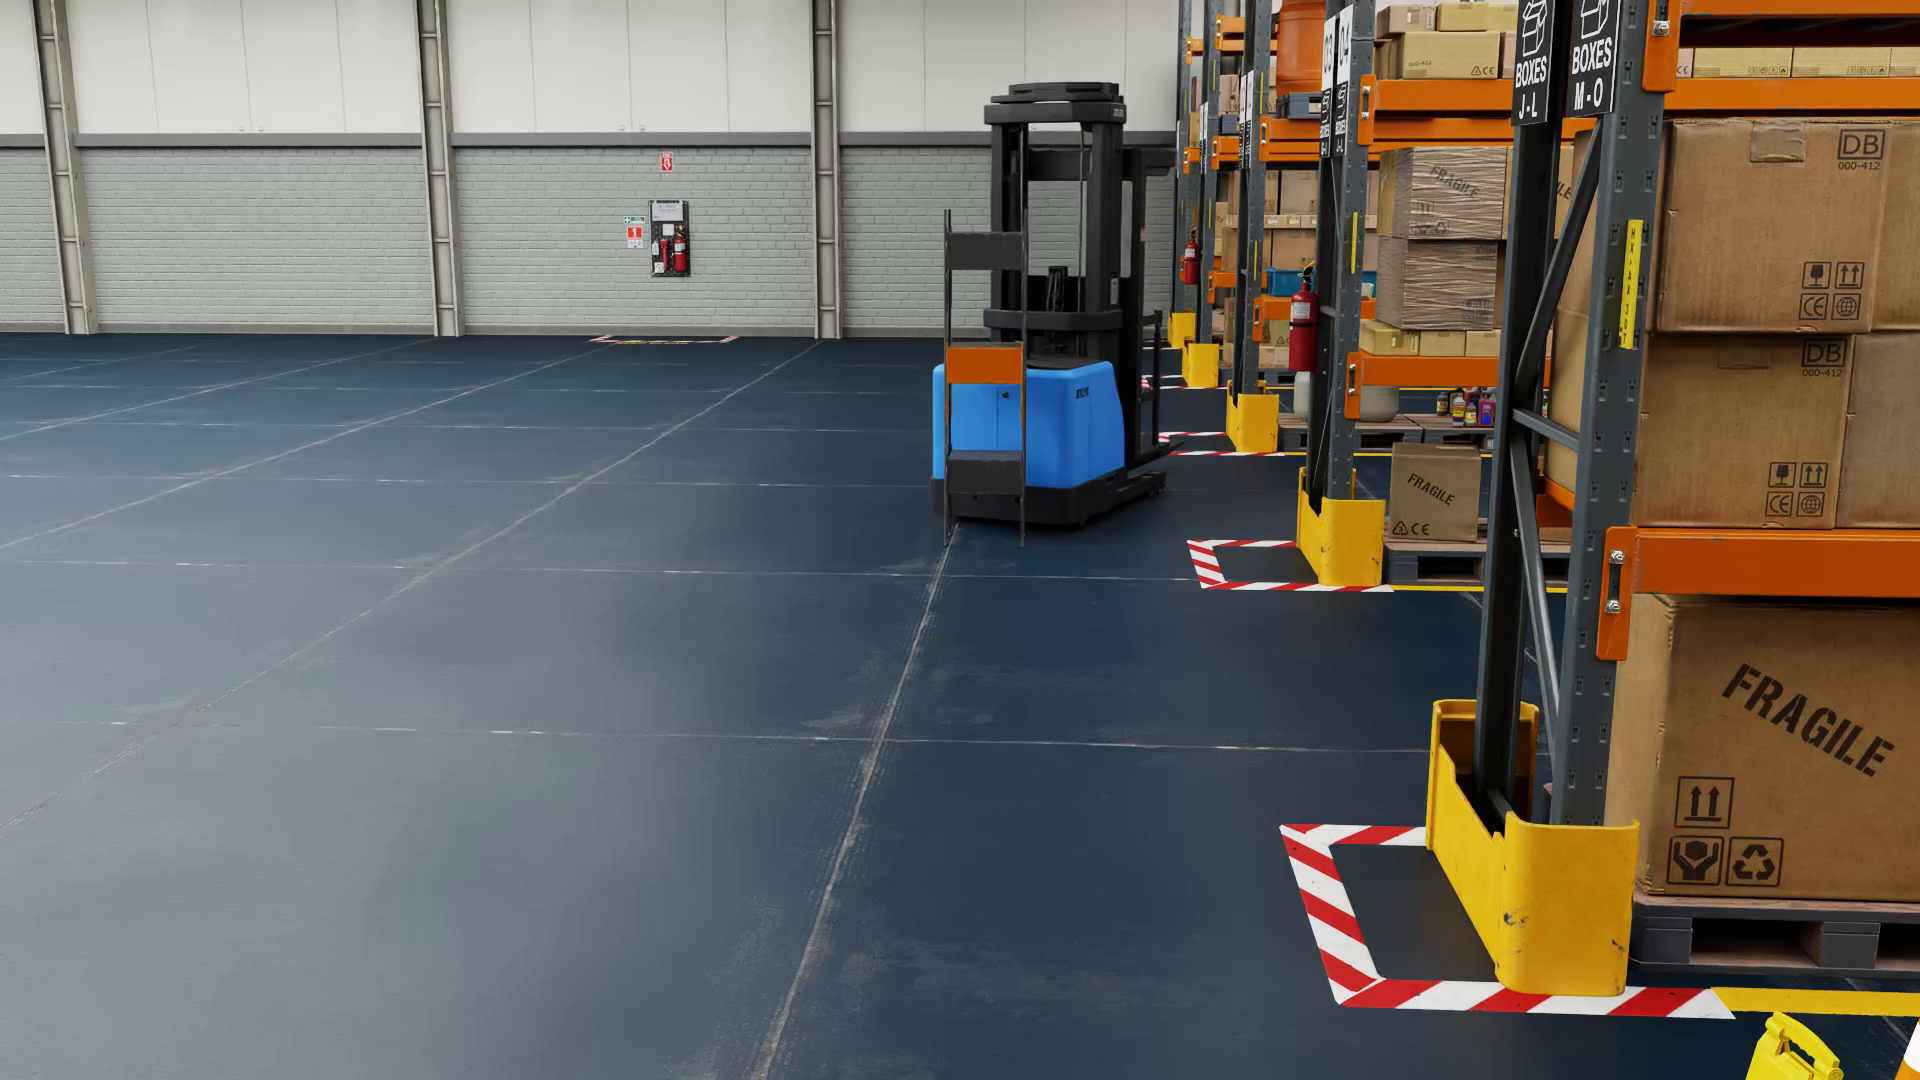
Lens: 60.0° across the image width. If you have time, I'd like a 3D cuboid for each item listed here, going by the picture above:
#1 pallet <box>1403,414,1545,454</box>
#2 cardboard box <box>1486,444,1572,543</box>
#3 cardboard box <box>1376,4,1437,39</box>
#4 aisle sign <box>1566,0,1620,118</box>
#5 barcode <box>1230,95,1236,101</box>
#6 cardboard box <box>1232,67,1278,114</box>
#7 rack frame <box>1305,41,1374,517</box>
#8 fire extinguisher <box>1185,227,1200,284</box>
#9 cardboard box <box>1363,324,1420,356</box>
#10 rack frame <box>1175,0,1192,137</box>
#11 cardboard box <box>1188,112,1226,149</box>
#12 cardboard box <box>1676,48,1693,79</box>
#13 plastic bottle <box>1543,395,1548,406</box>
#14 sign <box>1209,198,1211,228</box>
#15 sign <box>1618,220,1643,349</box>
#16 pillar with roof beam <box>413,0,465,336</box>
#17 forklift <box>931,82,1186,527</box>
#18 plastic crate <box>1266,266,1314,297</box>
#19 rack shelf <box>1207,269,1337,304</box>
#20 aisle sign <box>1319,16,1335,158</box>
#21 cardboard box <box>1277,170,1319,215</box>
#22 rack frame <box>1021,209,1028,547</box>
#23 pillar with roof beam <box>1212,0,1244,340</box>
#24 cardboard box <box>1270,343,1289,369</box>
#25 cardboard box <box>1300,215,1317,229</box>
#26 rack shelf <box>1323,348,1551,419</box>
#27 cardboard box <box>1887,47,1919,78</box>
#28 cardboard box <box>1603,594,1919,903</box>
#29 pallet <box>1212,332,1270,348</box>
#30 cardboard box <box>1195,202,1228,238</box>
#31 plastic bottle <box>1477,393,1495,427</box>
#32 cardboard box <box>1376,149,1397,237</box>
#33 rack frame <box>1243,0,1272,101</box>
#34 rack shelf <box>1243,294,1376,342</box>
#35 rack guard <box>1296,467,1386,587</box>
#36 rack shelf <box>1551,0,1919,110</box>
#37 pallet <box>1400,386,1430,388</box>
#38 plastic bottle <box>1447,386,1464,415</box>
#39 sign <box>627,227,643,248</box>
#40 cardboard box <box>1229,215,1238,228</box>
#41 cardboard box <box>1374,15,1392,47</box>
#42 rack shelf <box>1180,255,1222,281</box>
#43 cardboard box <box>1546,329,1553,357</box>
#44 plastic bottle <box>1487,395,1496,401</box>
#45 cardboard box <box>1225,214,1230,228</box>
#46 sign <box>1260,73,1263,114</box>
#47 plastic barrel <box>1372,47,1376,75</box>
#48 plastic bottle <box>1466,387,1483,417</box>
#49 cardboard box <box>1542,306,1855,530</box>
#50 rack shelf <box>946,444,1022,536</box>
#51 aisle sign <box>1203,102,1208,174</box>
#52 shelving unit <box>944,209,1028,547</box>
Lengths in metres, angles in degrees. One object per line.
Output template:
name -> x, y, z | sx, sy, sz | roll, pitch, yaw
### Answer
pallet -> 4.637, -0.948, 14.783 | 1.213, 0.211, 1.003 | 1, 12, 4
cardboard box -> 3.423, -0.291, 9.911 | 0.500, 0.500, 0.500 | 4, 12, 19
cardboard box -> 2.462, -2.861, 9.184 | 0.250, 0.149, 0.380 | 1, 12, 3
aisle sign -> 1.679, -1.522, 4.369 | 0.004, 0.787, 0.394 | 1, 12, 4
barcode -> 3.201, -5.192, 19.520 | 0.075, 0.075, 0.001 | 1, 12, 4
cardboard box -> 3.441, -5.130, 19.018 | 0.637, 0.503, 0.797 | 2, 12, 8
rack frame -> 2.202, -1.322, 9.760 | 0.127, 3.000, 1.000 | 1, 12, 4
fire extinguisher -> 2.781, -3.404, 19.904 | 0.183, 0.674, 0.296 | 1, 12, 4
cardboard box -> 2.471, -1.146, 9.535 | 0.250, 0.149, 0.380 | 1, 12, 4
rack frame -> 3.195, -7.294, 23.659 | 0.127, 3.000, 1.000 | 1, 12, 4
cardboard box -> 3.512, -5.829, 23.688 | 0.500, 0.500, 0.500 | 1, 12, 5
cardboard box -> 3.675, -2.644, 9.121 | 0.500, 0.250, 0.500 | 1, 12, 4
plastic bottle -> 5.278, -1.232, 15.089 | 0.097, 0.201, 0.097 | 0, 12, 0
sign -> 2.825, -3.695, 18.797 | 0.005, 0.325, 0.100 | 1, 12, 4
sign -> 1.727, -0.659, 4.285 | 0.005, 0.325, 0.100 | 1, 12, 4
pillar with roof beam -> -8.309, -6.746, 21.038 | 0.400, 9.000, 9.100 | 1, 12, 4
forklift -> 0.892, -1.781, 12.126 | 1.130, 2.935, 3.031 | 6, 13, 25
plastic crate -> 3.053, -2.315, 14.872 | 0.616, 0.251, 0.499 | 1, 12, 4
rack shelf -> 4.864, -2.966, 19.378 | 4.000, 0.370, 1.077 | 1, 12, 4
aisle sign -> 2.161, -2.656, 9.791 | 0.004, 0.787, 0.394 | 1, 12, 4
cardboard box -> 3.911, -4.014, 19.216 | 0.500, 0.500, 0.700 | 0, 12, 2
rack frame -> 0.409, -1.022, 10.526 | 0.015, 2.100, 0.400 | 1, 12, 4
pillar with roof beam -> 3.664, -6.582, 20.254 | 0.400, 9.000, 9.100 | 1, 12, 4
cardboard box -> 3.888, -2.146, 19.392 | 0.500, 0.250, 0.500 | 1, 12, 4
cardboard box -> 4.009, -3.652, 19.071 | 0.250, 0.149, 0.380 | 1, 12, 3
rack shelf -> 4.198, -0.942, 9.703 | 4.000, 0.370, 1.077 | 1, 12, 4
cardboard box -> 5.201, -2.624, 9.026 | 0.500, 0.250, 0.500 | 1, 12, 5
cardboard box -> 2.451, 0.520, 5.118 | 0.875, 0.875, 0.875 | 1, 12, 4
pallet -> 4.080, -2.973, 24.466 | 1.213, 0.211, 1.003 | 1, 12, 4
cardboard box -> 3.652, -4.593, 23.885 | 0.500, 0.500, 0.500 | 1, 12, 4
plastic bottle -> 4.546, -1.124, 14.375 | 0.133, 0.283, 0.061 | 1, 12, 5
cardboard box -> 2.768, -2.049, 9.823 | 0.500, 0.500, 0.500 | 1, 12, 4
rack frame -> 2.533, -5.270, 13.983 | 0.127, 3.000, 1.000 | 1, 12, 4
rack shelf -> 4.529, -1.954, 14.541 | 4.000, 0.370, 1.077 | 1, 12, 4
rack guard -> 2.278, -0.097, 10.011 | 0.348, 0.500, 1.175 | 1, 12, 4
rack shelf -> 3.766, -1.399, 4.559 | 4.000, 0.370, 1.077 | 1, 12, 4
pallet -> 4.848, -1.961, 19.629 | 1.213, 0.211, 1.003 | 1, 12, 4
plastic bottle -> 4.513, -1.286, 15.149 | 0.133, 0.283, 0.061 | 1, 12, 5
sign -> -5.043, -4.694, 25.797 | 0.234, 0.329, 0.001 | 1, 12, 4
cardboard box -> 3.245, -3.663, 19.122 | 0.250, 0.149, 0.380 | 1, 12, 3
cardboard box -> 2.500, -2.972, 9.715 | 0.250, 0.149, 0.380 | 1, 12, 4
rack shelf -> 5.191, -3.978, 24.216 | 4.000, 0.370, 1.077 | 1, 12, 4
cardboard box -> 3.218, -1.133, 9.473 | 0.250, 0.149, 0.380 | 1, 12, 4
plastic bottle -> 4.794, -1.207, 14.972 | 0.097, 0.201, 0.097 | 0, 12, 0
cardboard box -> 3.262, -3.746, 19.519 | 0.250, 0.149, 0.380 | 1, 12, 3
sign -> 2.492, -3.694, 13.753 | 0.005, 0.325, 0.100 | 1, 12, 4
plastic barrel -> 3.679, -4.110, 14.278 | 0.600, 0.588, 0.600 | 0, 12, 0
plastic bottle -> 4.638, -1.253, 14.992 | 0.133, 0.283, 0.061 | 1, 12, 4
cardboard box -> 2.143, -0.387, 4.928 | 0.550, 0.550, 0.875 | 1, 12, 4
rack shelf -> 0.165, -0.327, 10.688 | 0.480, 0.518, 0.431 | 1, 12, 4
aisle sign -> 2.782, -4.556, 18.874 | 0.004, 0.787, 0.394 | 1, 12, 4
shelving unit -> 0.165, -1.025, 10.542 | 0.503, 2.100, 0.431 | 1, 12, 4
